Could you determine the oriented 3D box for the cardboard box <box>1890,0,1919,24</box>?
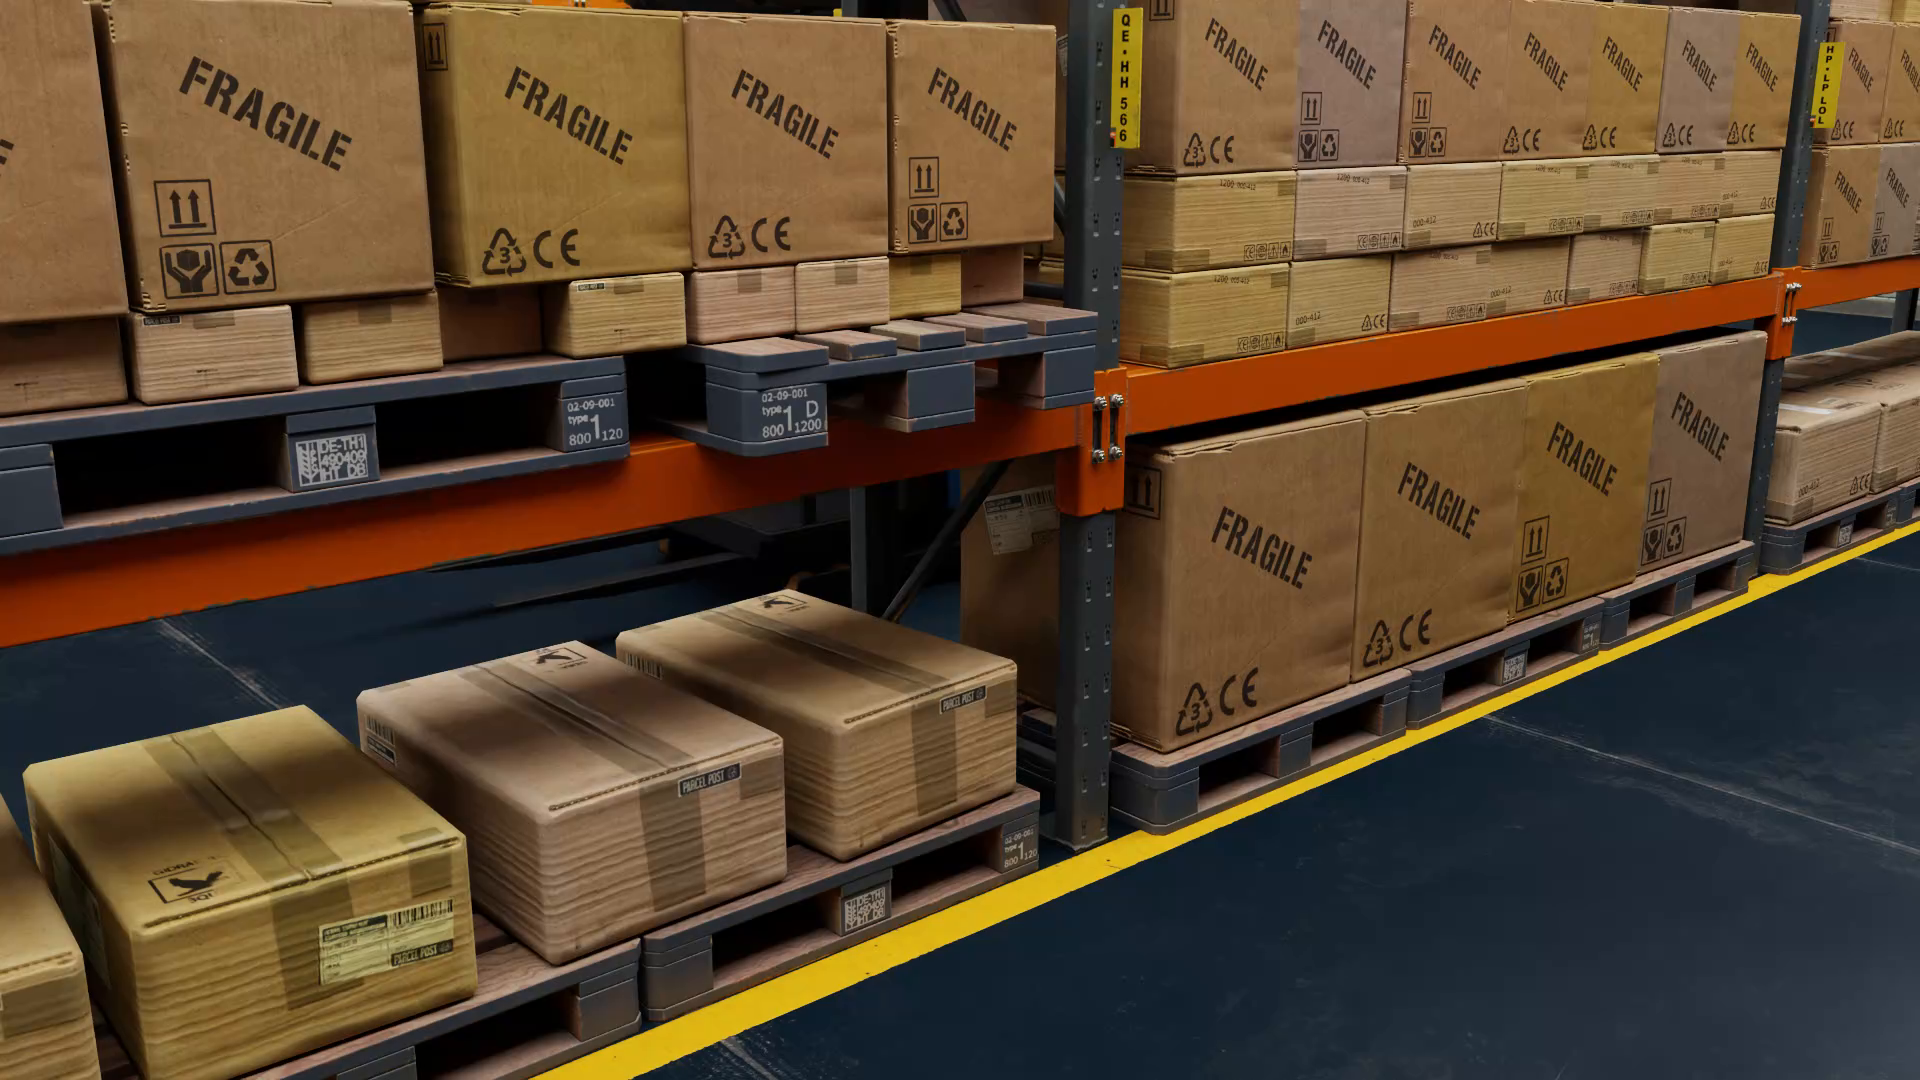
[{"bbox_3d":[4.038,-2.352,7.354,0.250,0.149,0.380,-13,20,-40],"label":"cardboard box"}]

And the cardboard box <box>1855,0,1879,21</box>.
[{"bbox_3d":[3.645,-2.270,7.048,0.250,0.149,0.380,-12,19,-39],"label":"cardboard box"}]

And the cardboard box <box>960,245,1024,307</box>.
[{"bbox_3d":[-0.056,-0.678,4.150,0.250,0.149,0.380,-12,19,-37],"label":"cardboard box"}]

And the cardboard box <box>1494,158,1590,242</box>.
[{"bbox_3d":[1.747,-1.158,5.594,0.500,0.250,0.500,-12,19,-38],"label":"cardboard box"}]

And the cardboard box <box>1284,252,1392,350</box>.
[{"bbox_3d":[0.947,-0.750,5.036,0.500,0.250,0.500,-13,20,-41],"label":"cardboard box"}]

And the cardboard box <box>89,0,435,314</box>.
[{"bbox_3d":[-1.299,-0.694,2.953,0.500,0.500,0.500,-14,20,-42],"label":"cardboard box"}]

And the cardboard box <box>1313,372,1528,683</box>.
[{"bbox_3d":[1.288,-0.126,5.712,0.875,0.875,0.875,-12,19,-39],"label":"cardboard box"}]

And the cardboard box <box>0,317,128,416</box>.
[{"bbox_3d":[-1.590,-0.315,2.789,0.250,0.149,0.380,-12,19,-39],"label":"cardboard box"}]

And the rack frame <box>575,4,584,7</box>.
[{"bbox_3d":[-3.451,-3.305,14.311,0.127,3.000,1.000,-13,19,-39],"label":"rack frame"}]

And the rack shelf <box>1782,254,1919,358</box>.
[{"bbox_3d":[4.563,-1.367,8.450,4.000,0.370,1.077,-13,19,-39],"label":"rack shelf"}]

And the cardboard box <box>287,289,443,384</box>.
[{"bbox_3d":[-1.173,-0.401,3.110,0.250,0.149,0.380,-13,20,-41],"label":"cardboard box"}]

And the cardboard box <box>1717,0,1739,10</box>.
[{"bbox_3d":[3.348,-2.358,7.378,0.250,0.149,0.380,-12,19,-38],"label":"cardboard box"}]

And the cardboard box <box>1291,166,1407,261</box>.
[{"bbox_3d":[0.972,-0.992,4.975,0.500,0.250,0.500,-12,19,-38],"label":"cardboard box"}]

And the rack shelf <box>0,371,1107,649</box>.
[{"bbox_3d":[-1.472,-0.012,3.376,4.000,0.370,1.077,-13,19,-39],"label":"rack shelf"}]

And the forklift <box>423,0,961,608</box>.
[{"bbox_3d":[-0.720,-1.277,6.851,3.031,2.935,1.130,-12,19,-38],"label":"forklift"}]

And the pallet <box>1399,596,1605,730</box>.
[{"bbox_3d":[1.601,0.324,6.126,1.213,0.211,1.003,-13,19,-39],"label":"pallet"}]

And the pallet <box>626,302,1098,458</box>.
[{"bbox_3d":[-0.431,-0.464,4.047,1.003,0.211,1.213,-13,19,-39],"label":"pallet"}]

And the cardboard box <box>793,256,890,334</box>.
[{"bbox_3d":[-0.372,-0.568,3.735,0.250,0.149,0.380,-13,20,-40],"label":"cardboard box"}]

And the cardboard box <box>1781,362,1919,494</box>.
[{"bbox_3d":[4.273,-0.578,8.253,0.875,0.438,0.875,-13,20,-41],"label":"cardboard box"}]

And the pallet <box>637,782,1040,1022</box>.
[{"bbox_3d":[-0.554,0.781,4.417,1.213,0.211,1.003,-13,19,-39],"label":"pallet"}]

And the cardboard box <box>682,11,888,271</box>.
[{"bbox_3d":[-0.507,-0.872,3.619,0.500,0.500,0.500,-13,20,-40],"label":"cardboard box"}]

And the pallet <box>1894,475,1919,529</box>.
[{"bbox_3d":[4.600,-0.350,8.651,1.213,0.211,1.003,-13,19,-39],"label":"pallet"}]

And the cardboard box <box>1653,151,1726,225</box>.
[{"bbox_3d":[2.509,-1.337,6.264,0.500,0.250,0.500,-12,19,-38],"label":"cardboard box"}]

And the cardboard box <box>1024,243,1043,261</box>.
[{"bbox_3d":[0.235,-0.999,4.999,0.500,0.250,0.500,-13,20,-40],"label":"cardboard box"}]

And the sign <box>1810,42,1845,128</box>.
[{"bbox_3d":[3.418,-1.793,6.560,0.005,0.325,0.100,-13,19,-39],"label":"sign"}]

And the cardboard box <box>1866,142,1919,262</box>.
[{"bbox_3d":[3.962,-1.537,7.498,0.500,0.500,0.500,-12,19,-39],"label":"cardboard box"}]

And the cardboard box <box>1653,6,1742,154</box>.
[{"bbox_3d":[2.496,-1.694,6.147,0.500,0.500,0.500,-12,19,-38],"label":"cardboard box"}]

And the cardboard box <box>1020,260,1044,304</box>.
[{"bbox_3d":[0.248,-0.762,5.081,0.500,0.250,0.500,-14,20,-41],"label":"cardboard box"}]

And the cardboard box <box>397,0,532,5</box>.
[{"bbox_3d":[-1.012,-1.074,3.119,0.250,0.149,0.380,-14,20,-42],"label":"cardboard box"}]

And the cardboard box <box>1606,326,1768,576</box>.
[{"bbox_3d":[2.639,-0.432,6.857,0.875,0.875,0.875,-12,19,-38],"label":"cardboard box"}]

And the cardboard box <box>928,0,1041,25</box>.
[{"bbox_3d":[0.255,-1.368,4.928,0.500,0.500,0.500,-13,20,-41],"label":"cardboard box"}]

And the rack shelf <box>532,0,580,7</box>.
[{"bbox_3d":[-4.960,-4.068,12.748,4.000,0.370,1.077,-13,19,-39],"label":"rack shelf"}]

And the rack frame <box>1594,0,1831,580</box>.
[{"bbox_3d":[3.054,-1.376,7.088,0.127,3.000,1.000,-13,19,-39],"label":"rack frame"}]

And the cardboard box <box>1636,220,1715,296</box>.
[{"bbox_3d":[2.496,-1.092,6.317,0.500,0.250,0.500,-13,20,-40],"label":"cardboard box"}]

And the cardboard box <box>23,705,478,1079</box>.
[{"bbox_3d":[-1.523,0.716,3.535,0.625,0.372,0.950,-12,19,-38],"label":"cardboard box"}]

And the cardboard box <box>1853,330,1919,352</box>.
[{"bbox_3d":[5.639,-0.887,9.410,0.875,0.438,0.875,-14,20,-41],"label":"cardboard box"}]

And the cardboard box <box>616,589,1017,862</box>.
[{"bbox_3d":[-0.396,0.462,4.485,0.625,0.372,0.950,-14,21,-43],"label":"cardboard box"}]

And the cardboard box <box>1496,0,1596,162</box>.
[{"bbox_3d":[1.720,-1.521,5.500,0.500,0.500,0.500,-12,19,-38],"label":"cardboard box"}]

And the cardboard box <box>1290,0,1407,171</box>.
[{"bbox_3d":[0.937,-1.351,4.866,0.500,0.500,0.500,-13,19,-39],"label":"cardboard box"}]

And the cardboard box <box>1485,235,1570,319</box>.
[{"bbox_3d":[1.716,-0.922,5.680,0.500,0.250,0.500,-13,19,-39],"label":"cardboard box"}]

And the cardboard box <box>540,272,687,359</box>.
[{"bbox_3d":[-0.765,-0.477,3.397,0.250,0.149,0.380,-12,19,-38],"label":"cardboard box"}]

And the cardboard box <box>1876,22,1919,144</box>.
[{"bbox_3d":[3.957,-2.025,7.388,0.500,0.500,0.500,-13,20,-40],"label":"cardboard box"}]
